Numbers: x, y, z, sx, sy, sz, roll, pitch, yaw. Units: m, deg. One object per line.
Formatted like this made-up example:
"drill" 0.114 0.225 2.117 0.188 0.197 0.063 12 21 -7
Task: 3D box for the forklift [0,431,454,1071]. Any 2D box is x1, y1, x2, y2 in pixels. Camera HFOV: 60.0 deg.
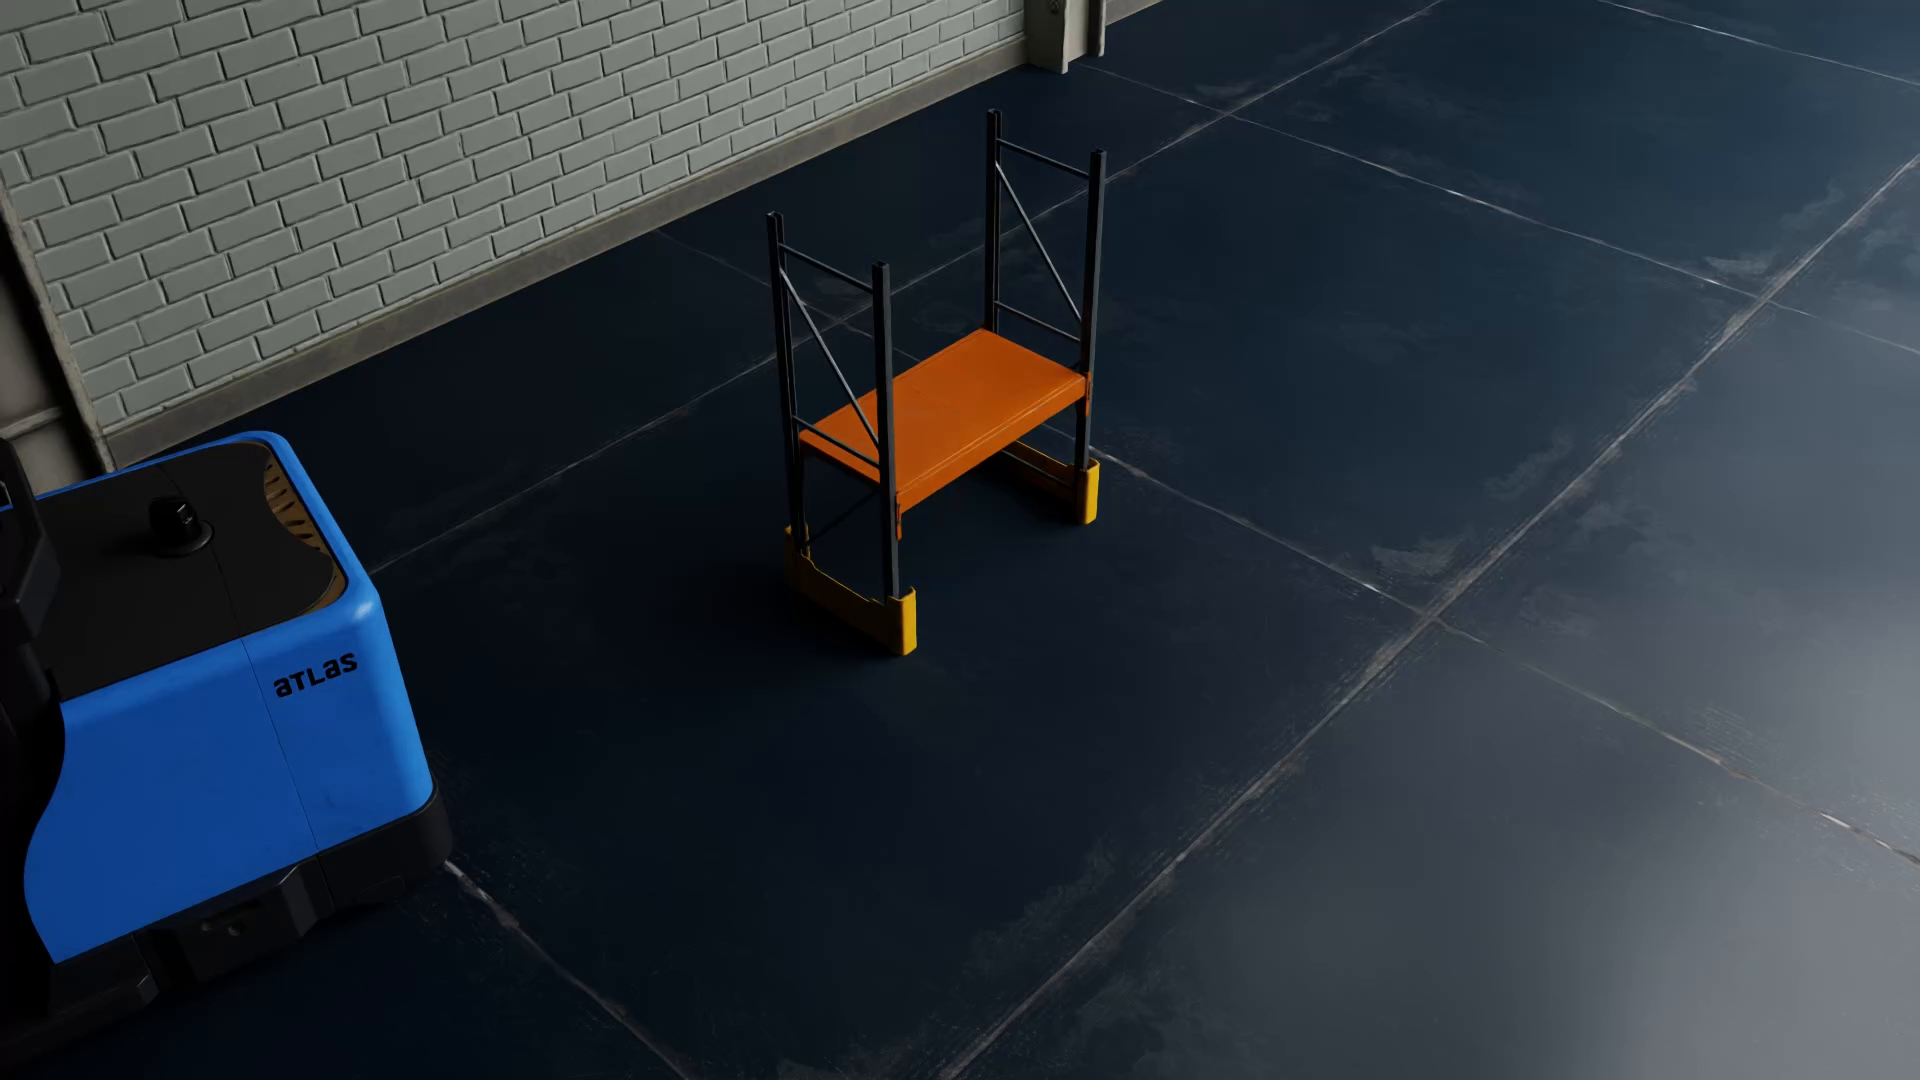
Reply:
"forklift" -3.029 0.098 3.772 3.031 2.935 1.130 -22 44 -26

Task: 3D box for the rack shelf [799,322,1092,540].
"rack shelf" -0.058 -0.407 5.846 0.538 0.185 1.000 30 47 32

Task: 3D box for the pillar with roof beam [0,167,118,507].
"pillar with roof beam" -0.258 -1.816 1.304 9.100 9.000 0.400 30 47 32

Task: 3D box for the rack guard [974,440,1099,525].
"rack guard" 0.285 -0.292 6.416 0.587 0.250 0.087 30 47 32

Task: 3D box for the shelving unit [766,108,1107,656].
"shelving unit" -0.051 -0.552 5.739 0.587 1.500 1.083 30 47 32

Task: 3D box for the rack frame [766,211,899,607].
"rack frame" -0.400 -0.314 5.440 0.500 1.500 0.032 30 47 32

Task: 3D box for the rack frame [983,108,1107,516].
"rack frame" 0.285 -0.781 6.028 0.500 1.500 0.032 30 47 32

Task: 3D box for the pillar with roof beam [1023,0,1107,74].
"pillar with roof beam" 3.790 -4.572 4.770 9.100 9.000 0.400 30 47 32

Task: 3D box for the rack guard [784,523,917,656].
"rack guard" -0.387 0.166 5.840 0.587 0.250 0.087 30 47 32
